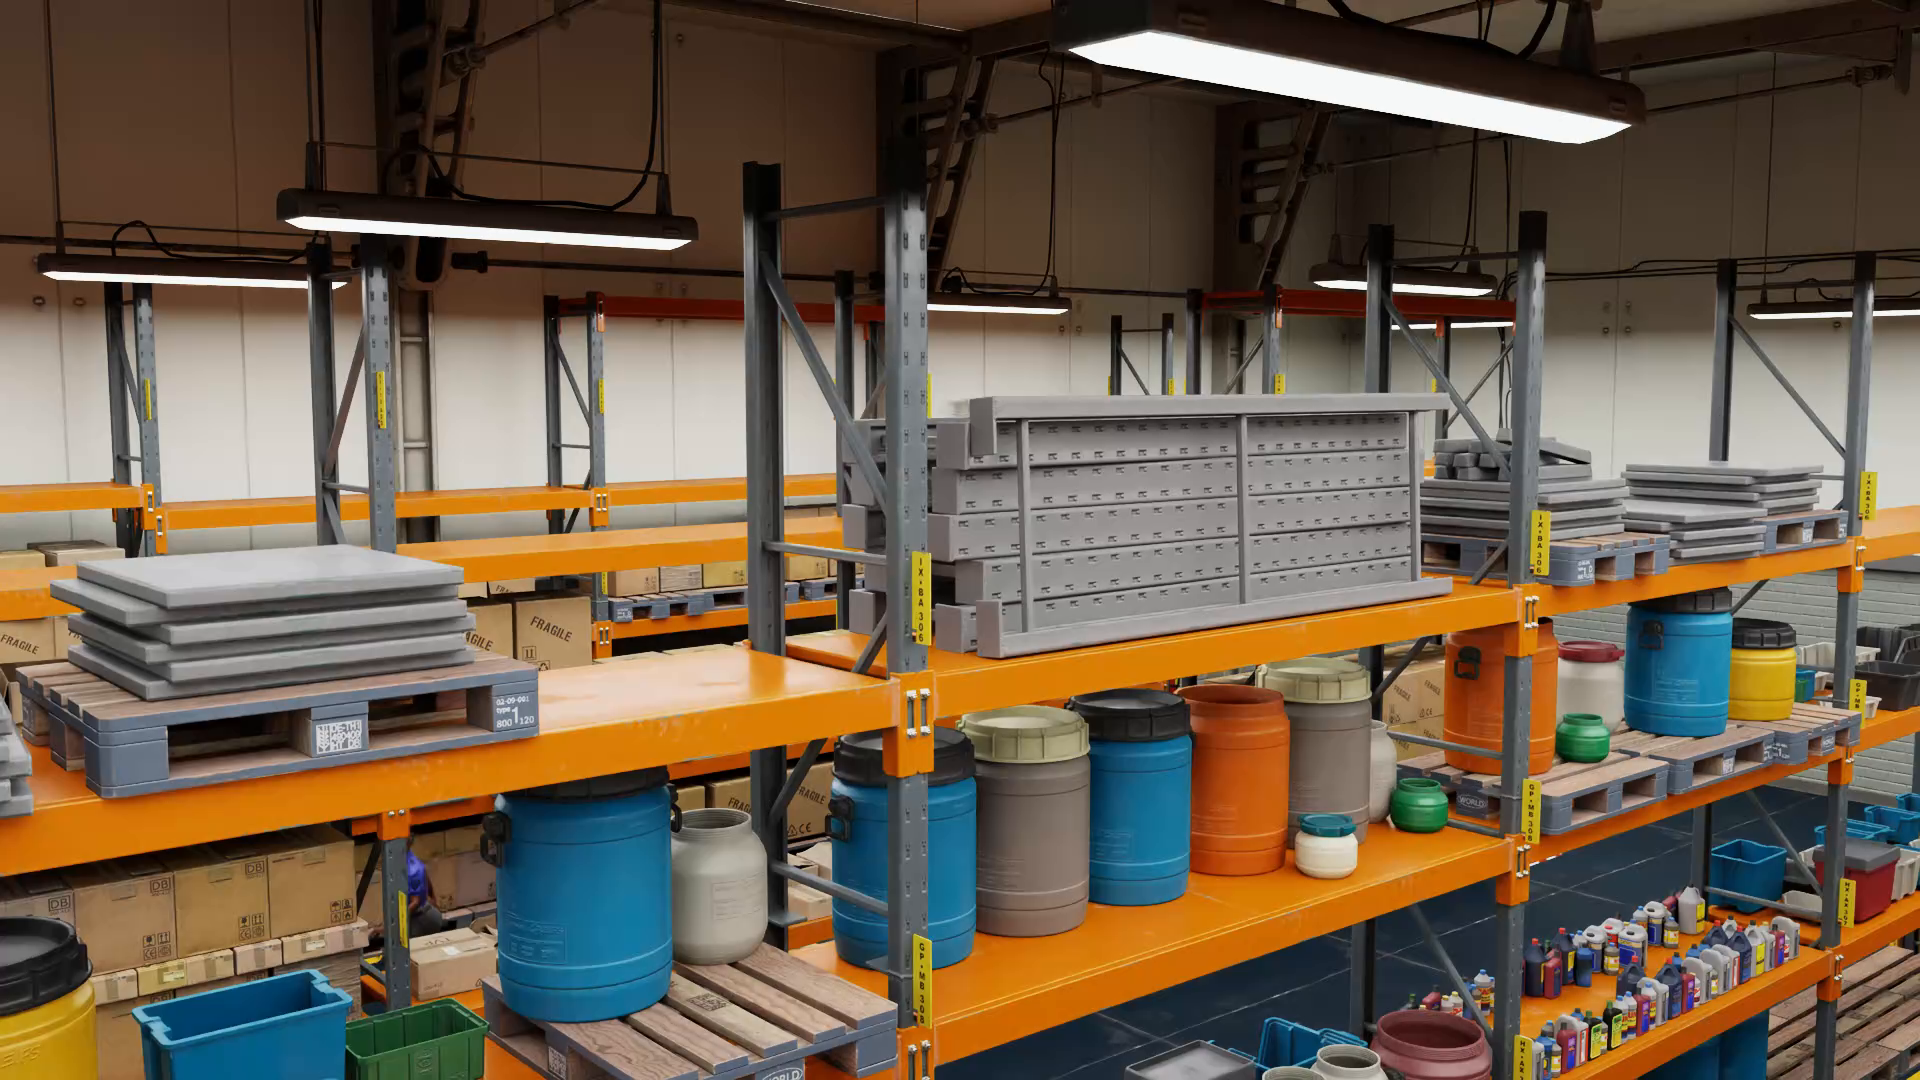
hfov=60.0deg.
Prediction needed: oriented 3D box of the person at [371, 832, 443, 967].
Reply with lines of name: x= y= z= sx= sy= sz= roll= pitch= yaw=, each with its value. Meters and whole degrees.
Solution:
person: x=-4.414 y=3.076 z=13.335 sx=0.760 sy=1.597 sz=0.572 roll=-5 pitch=7 yaw=-42
